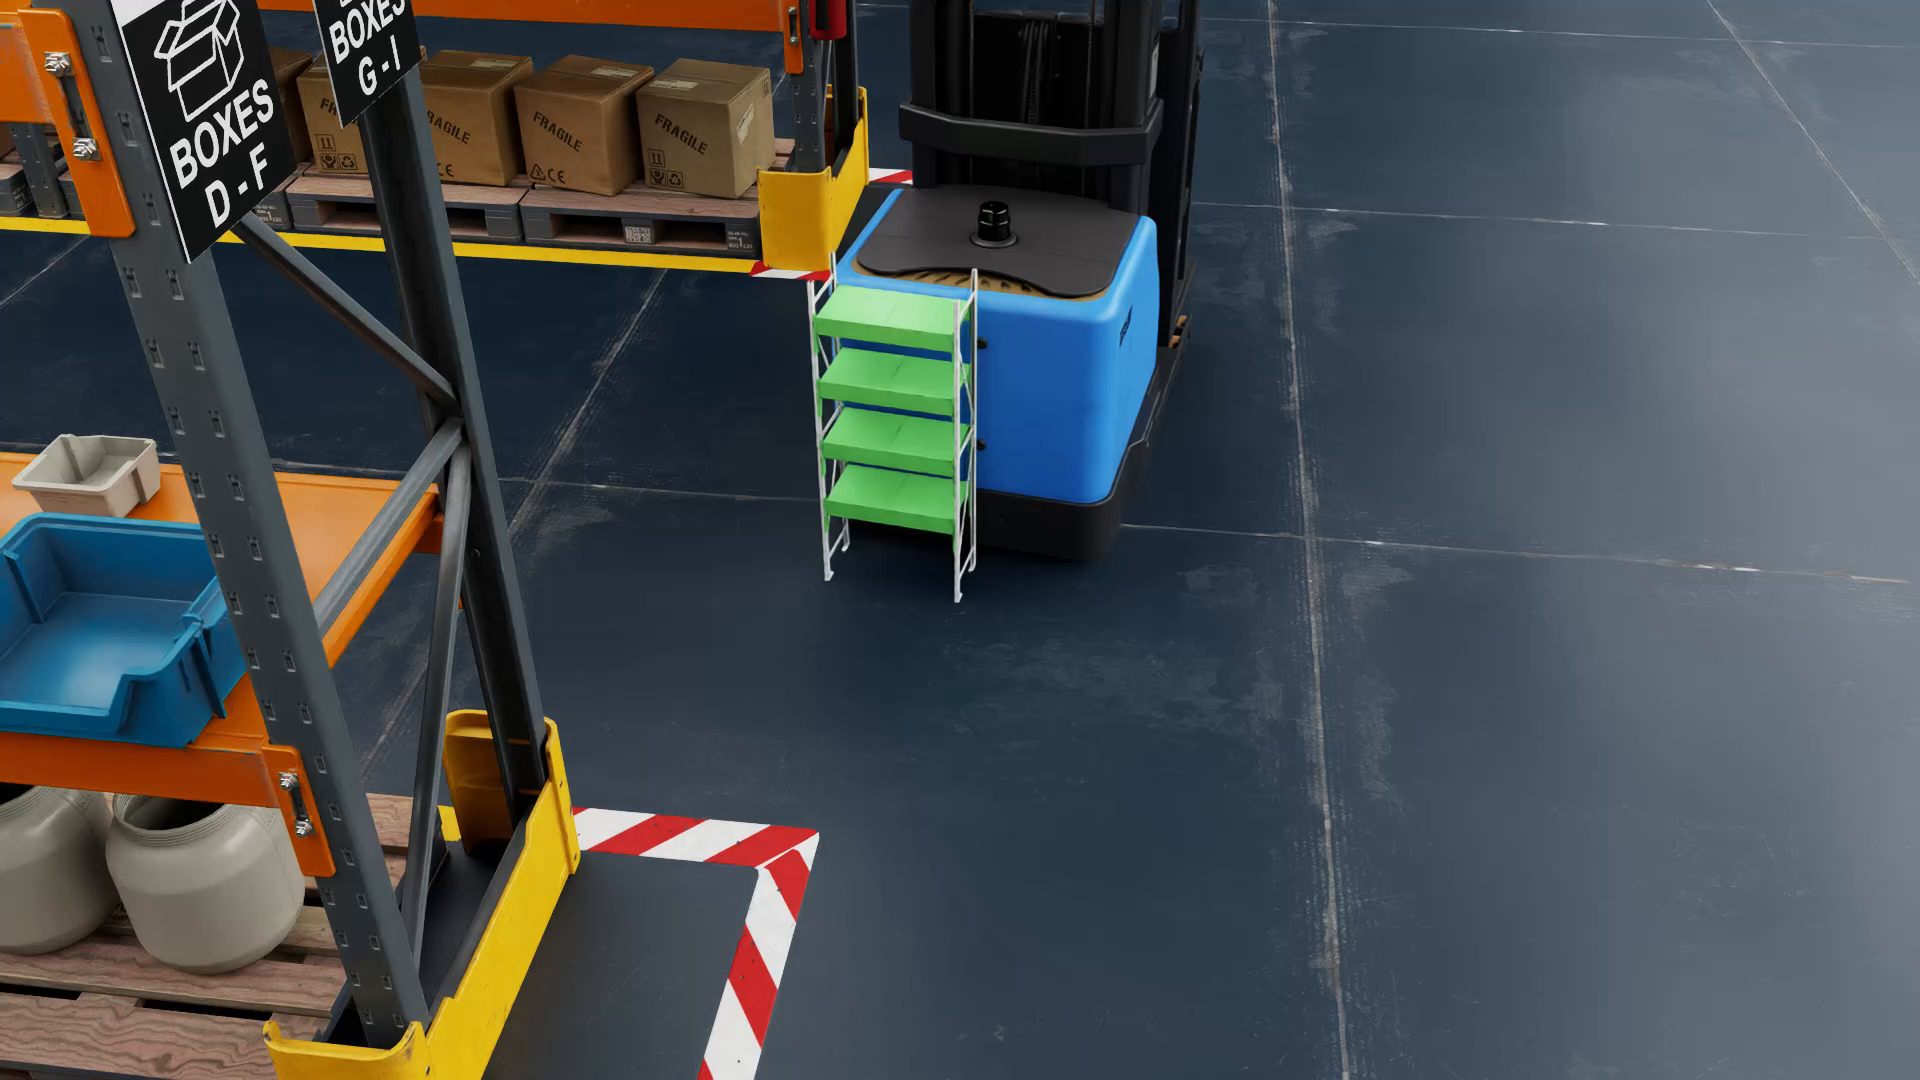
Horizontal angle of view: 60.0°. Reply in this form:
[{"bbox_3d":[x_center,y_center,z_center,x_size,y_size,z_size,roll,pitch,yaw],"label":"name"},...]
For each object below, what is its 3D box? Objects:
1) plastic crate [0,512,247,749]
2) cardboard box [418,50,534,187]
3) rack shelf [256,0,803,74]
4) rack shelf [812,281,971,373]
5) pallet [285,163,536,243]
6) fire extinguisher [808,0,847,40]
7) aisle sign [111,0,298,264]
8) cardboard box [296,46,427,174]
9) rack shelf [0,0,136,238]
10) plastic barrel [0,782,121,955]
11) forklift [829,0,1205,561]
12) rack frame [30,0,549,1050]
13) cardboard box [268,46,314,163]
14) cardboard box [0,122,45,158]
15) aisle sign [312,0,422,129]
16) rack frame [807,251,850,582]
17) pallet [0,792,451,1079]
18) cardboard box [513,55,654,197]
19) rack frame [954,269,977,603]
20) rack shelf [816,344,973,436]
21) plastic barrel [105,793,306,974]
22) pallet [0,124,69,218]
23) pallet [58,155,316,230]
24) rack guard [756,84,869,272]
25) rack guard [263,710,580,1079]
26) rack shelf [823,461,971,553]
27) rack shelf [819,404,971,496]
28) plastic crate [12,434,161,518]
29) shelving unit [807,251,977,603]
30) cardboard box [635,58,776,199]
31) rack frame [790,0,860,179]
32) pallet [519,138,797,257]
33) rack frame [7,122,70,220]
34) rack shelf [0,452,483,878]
[{"bbox_3d":[-1.816,0.187,3.534,0.616,0.251,0.499,4,36,6],"label":"plastic crate"},{"bbox_3d":[-2.484,-2.154,8.476,0.500,0.500,0.500,7,36,10],"label":"cardboard box"},{"bbox_3d":[-2.634,-2.718,8.096,4.000,0.370,1.077,4,36,6],"label":"rack shelf"},{"bbox_3d":[-0.217,-0.705,5.488,0.480,0.148,0.258,9,37,12],"label":"rack shelf"},{"bbox_3d":[-2.734,-1.906,8.739,1.213,0.211,1.003,4,36,6],"label":"pallet"},{"bbox_3d":[-0.596,-2.558,7.318,0.183,0.674,0.296,4,36,6],"label":"fire extinguisher"},{"bbox_3d":[-1.248,-0.891,2.678,0.004,0.787,0.394,4,36,6],"label":"aisle sign"},{"bbox_3d":[-3.032,-2.221,8.570,0.500,0.500,0.500,1,36,2],"label":"cardboard box"},{"bbox_3d":[-3.265,-1.085,3.226,4.000,0.370,1.077,4,36,6],"label":"rack shelf"},{"bbox_3d":[-2.441,0.791,4.340,0.421,0.512,0.421,0,36,0],"label":"plastic barrel"},{"bbox_3d":[0.412,-1.974,6.493,1.130,2.935,3.031,9,36,12],"label":"forklift"},{"bbox_3d":[-1.282,-0.009,3.681,0.127,3.000,1.000,4,36,6],"label":"rack frame"},{"bbox_3d":[-3.657,-2.222,8.571,0.500,0.500,0.500,16,38,21],"label":"cardboard box"},{"bbox_3d":[-5.224,-2.379,8.774,0.500,0.500,0.700,2,36,2],"label":"cardboard box"},{"bbox_3d":[-1.173,-1.231,3.155,0.004,0.787,0.394,4,36,6],"label":"aisle sign"},{"bbox_3d":[-0.452,-0.405,5.783,0.015,1.200,0.240,9,37,12],"label":"rack frame"},{"bbox_3d":[-2.168,1.084,4.549,1.213,0.211,1.003,4,36,6],"label":"pallet"},{"bbox_3d":[-1.865,-2.097,8.396,0.500,0.500,0.500,14,38,18],"label":"cardboard box"},{"bbox_3d":[0.019,-0.330,5.678,0.015,1.200,0.240,9,37,12],"label":"rack frame"},{"bbox_3d":[-0.217,-0.510,5.628,0.480,0.148,0.258,9,37,12],"label":"rack shelf"},{"bbox_3d":[-1.944,0.828,4.288,0.421,0.512,0.421,0,36,0],"label":"plastic barrel"},{"bbox_3d":[-5.391,-2.081,8.984,1.213,0.211,1.003,4,36,6],"label":"pallet"},{"bbox_3d":[-3.948,-1.995,8.863,1.213,0.211,1.003,4,36,6],"label":"pallet"},{"bbox_3d":[-0.726,-1.851,8.414,0.348,0.500,1.175,4,36,6],"label":"rack guard"},{"bbox_3d":[-1.363,1.030,4.377,0.348,0.500,1.175,4,36,6],"label":"rack guard"},{"bbox_3d":[-0.216,-0.121,5.908,0.480,0.148,0.258,9,37,12],"label":"rack shelf"},{"bbox_3d":[-0.217,-0.315,5.768,0.480,0.148,0.258,9,37,12],"label":"rack shelf"},{"bbox_3d":[-2.128,-0.154,4.110,0.250,0.136,0.298,4,36,6],"label":"plastic crate"},{"bbox_3d":[-0.217,-0.367,5.731,0.503,1.200,0.258,9,37,12],"label":"shelving unit"},{"bbox_3d":[-1.268,-2.072,8.362,0.500,0.500,0.500,11,37,15],"label":"cardboard box"},{"bbox_3d":[-0.651,-2.863,7.680,0.127,3.000,1.000,4,36,6],"label":"rack frame"},{"bbox_3d":[-1.527,-1.814,8.610,1.213,0.211,1.003,4,36,6],"label":"pallet"},{"bbox_3d":[-4.618,-3.159,8.094,0.127,3.000,1.000,4,36,6],"label":"rack frame"},{"bbox_3d":[-3.265,0.136,4.097,4.000,0.370,1.077,4,36,6],"label":"rack shelf"}]
